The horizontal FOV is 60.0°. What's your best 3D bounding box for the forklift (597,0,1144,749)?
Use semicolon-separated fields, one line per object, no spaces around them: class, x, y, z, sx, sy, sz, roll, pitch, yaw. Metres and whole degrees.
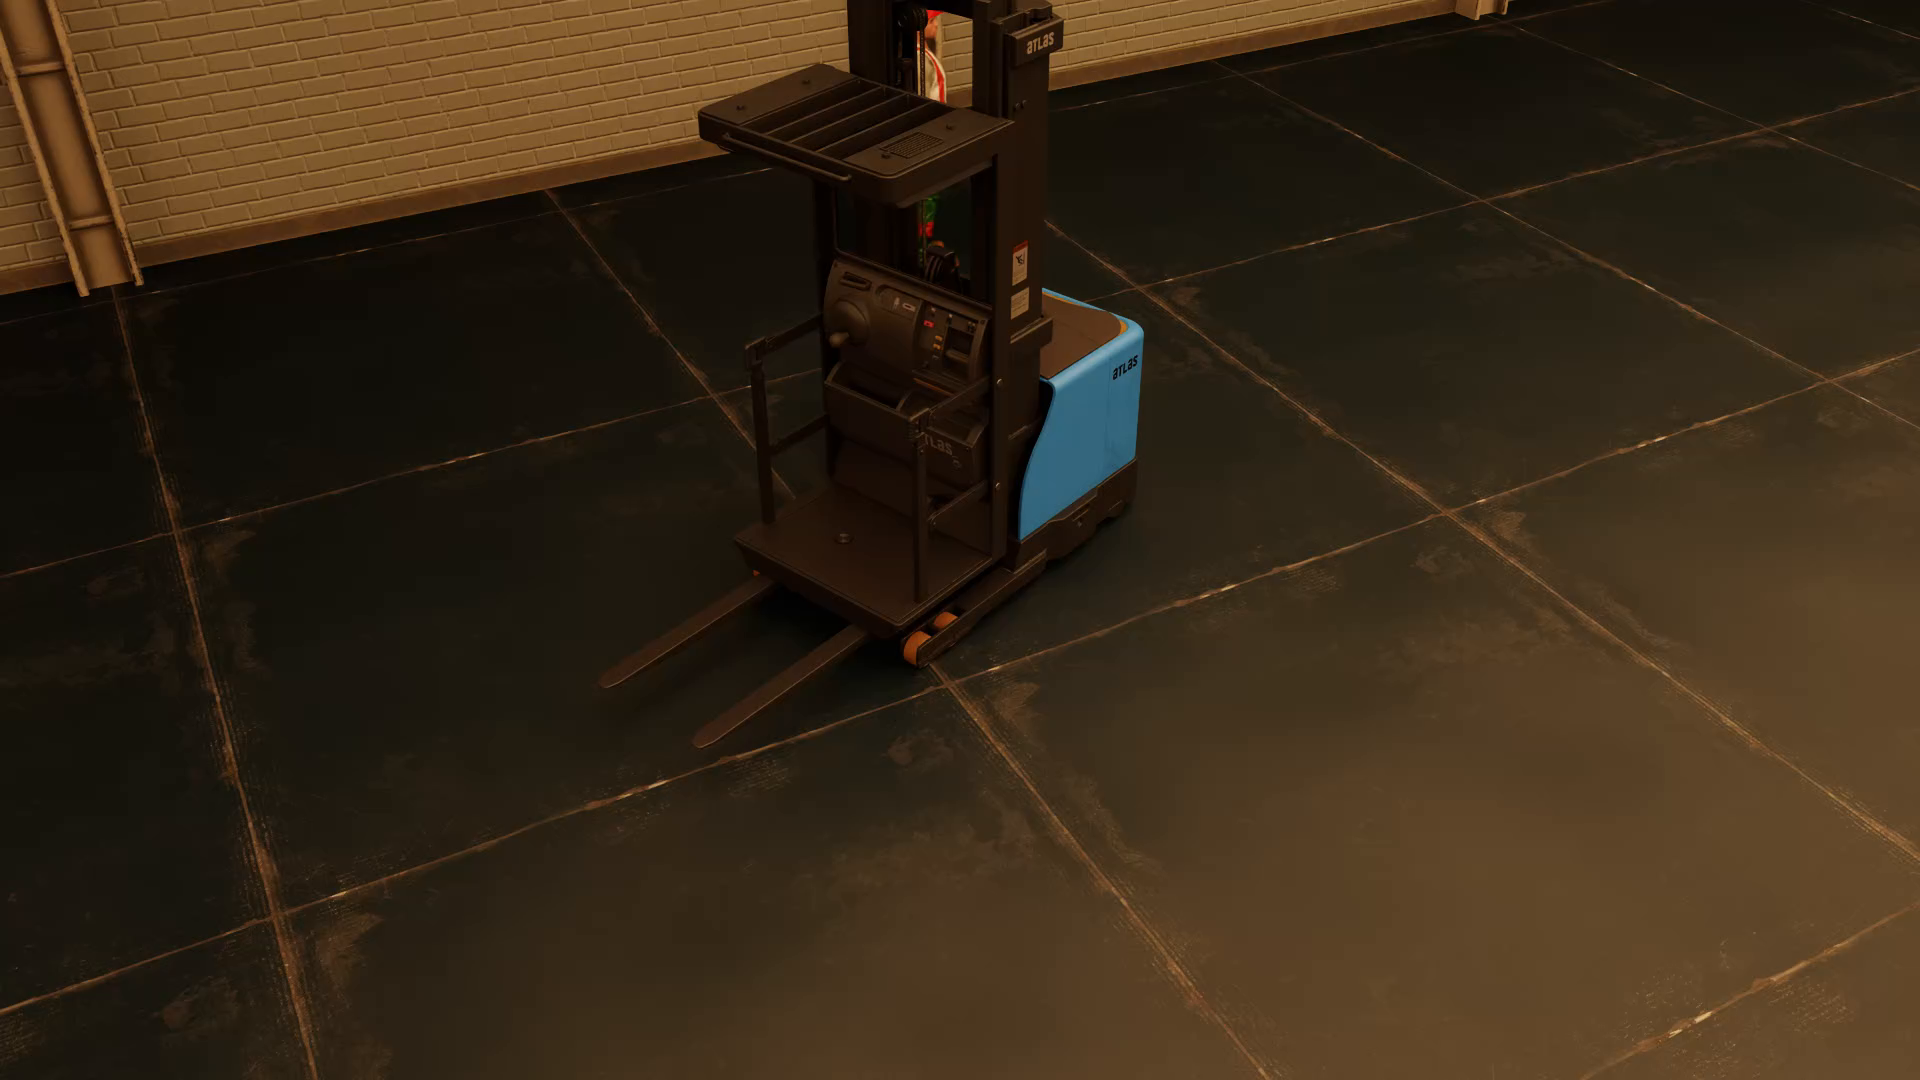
forklift;-0.390;-0.927;7.434;1.130;2.935;3.031;26;43;31

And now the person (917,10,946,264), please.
person;-0.234;-2.653;10.866;0.359;1.796;0.530;-8;36;-11
